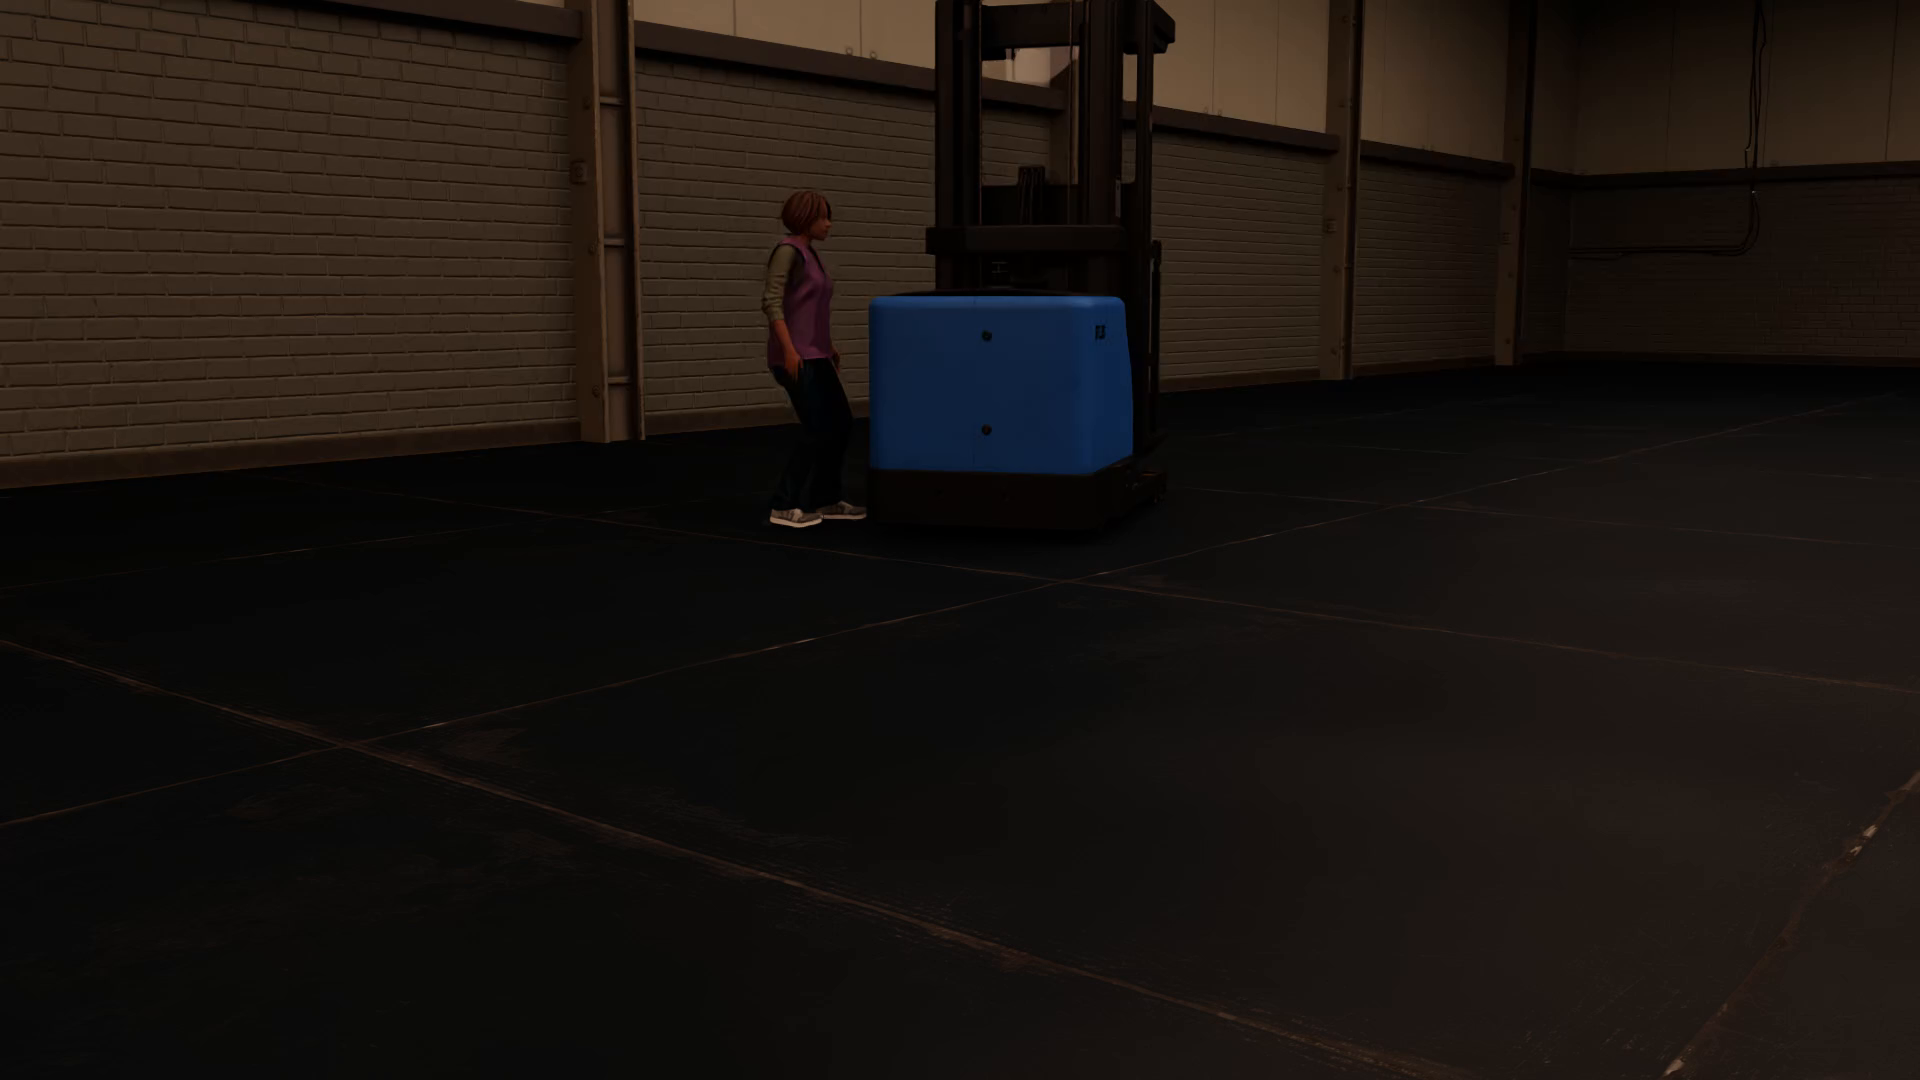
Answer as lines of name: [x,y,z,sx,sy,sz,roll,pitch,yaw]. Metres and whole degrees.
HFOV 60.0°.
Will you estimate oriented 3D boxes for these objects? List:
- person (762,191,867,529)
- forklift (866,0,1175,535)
person: [-0.682,-0.836,7.749,0.412,1.553,0.694,2,8,11]
forklift: [0.480,-1.648,8.544,1.130,2.935,3.031,2,9,16]
